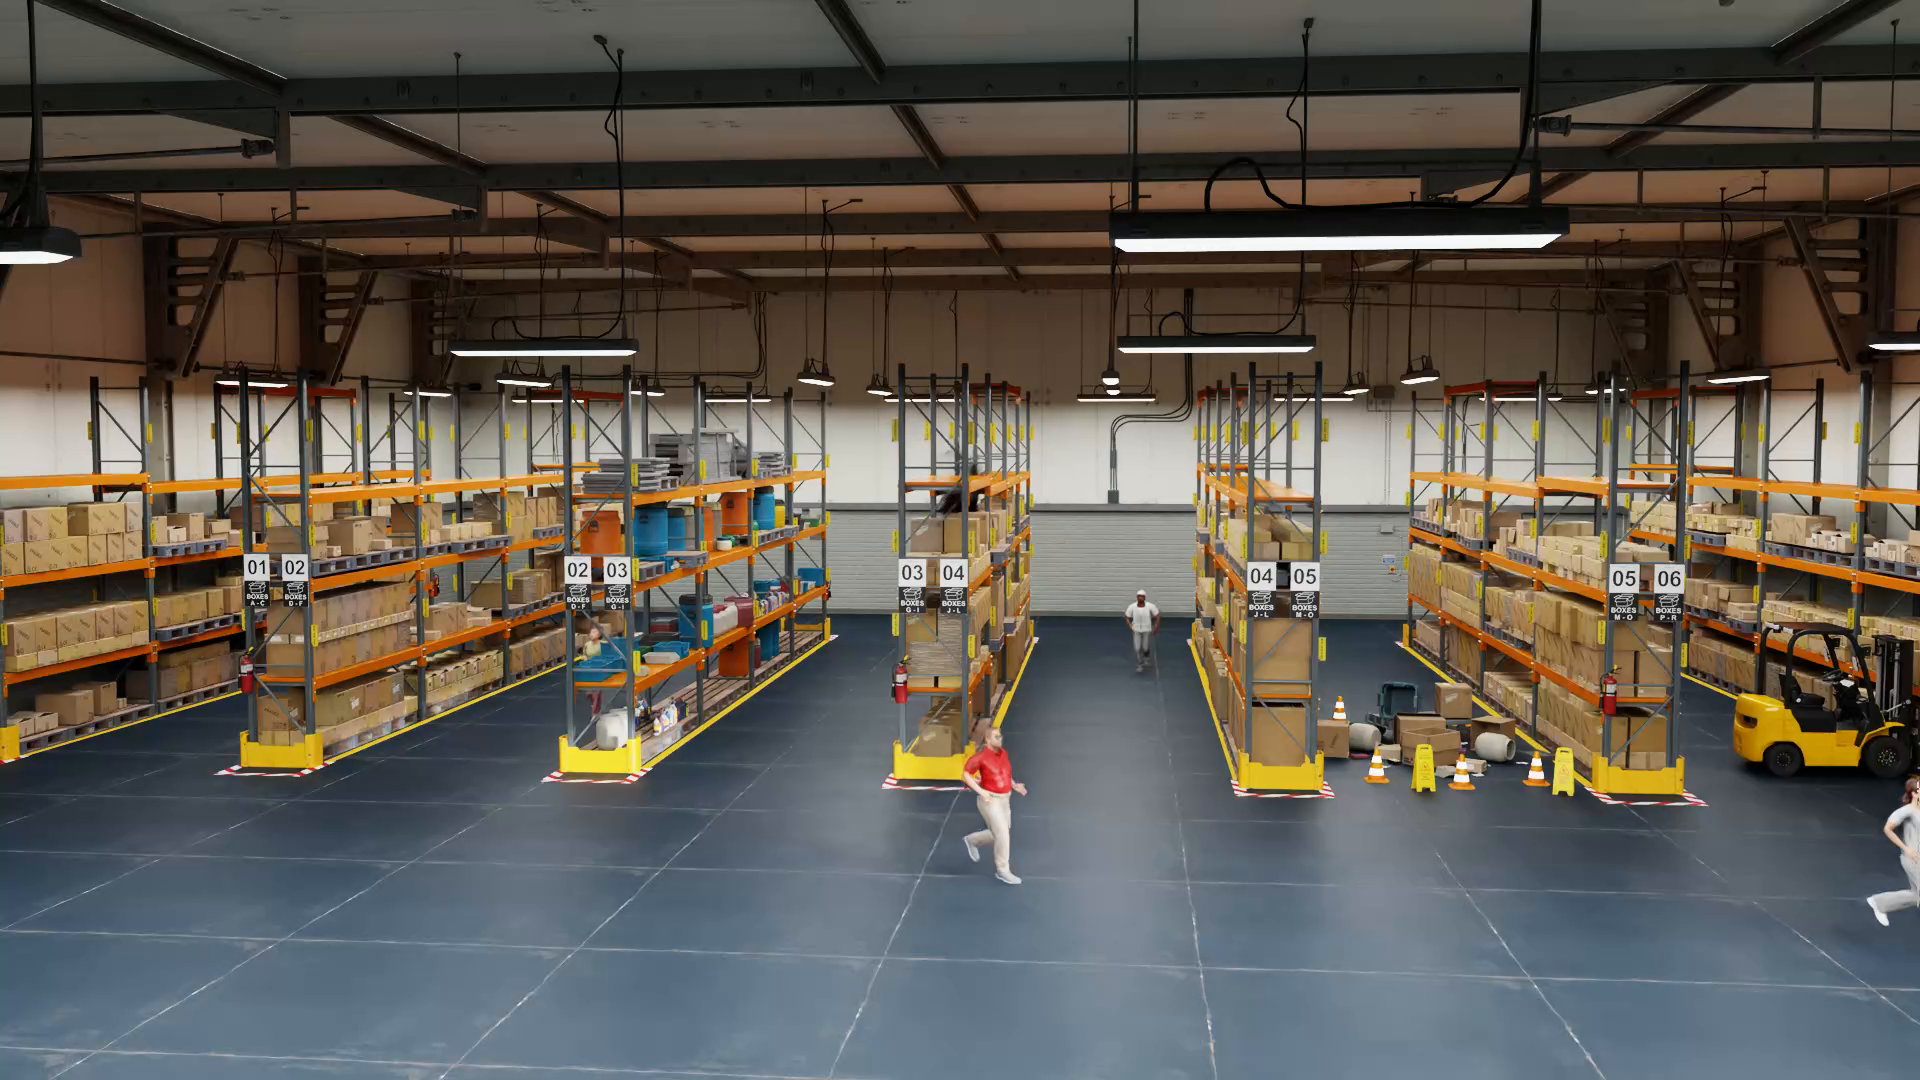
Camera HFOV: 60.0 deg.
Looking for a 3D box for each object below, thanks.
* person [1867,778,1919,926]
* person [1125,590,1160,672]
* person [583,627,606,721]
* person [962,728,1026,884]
[{"bbox_3d":[9.290,3.145,16.218,0.567,1.661,0.879,-3,4,-34],"label":"person"},{"bbox_3d":[3.826,1.904,34.917,0.736,1.722,0.605,1,4,11],"label":"person"},{"bbox_3d":[-6.338,2.328,29.091,0.574,1.639,0.585,0,4,8],"label":"person"},{"bbox_3d":[0.353,2.966,18.714,0.819,1.721,0.663,3,5,36],"label":"person"}]
